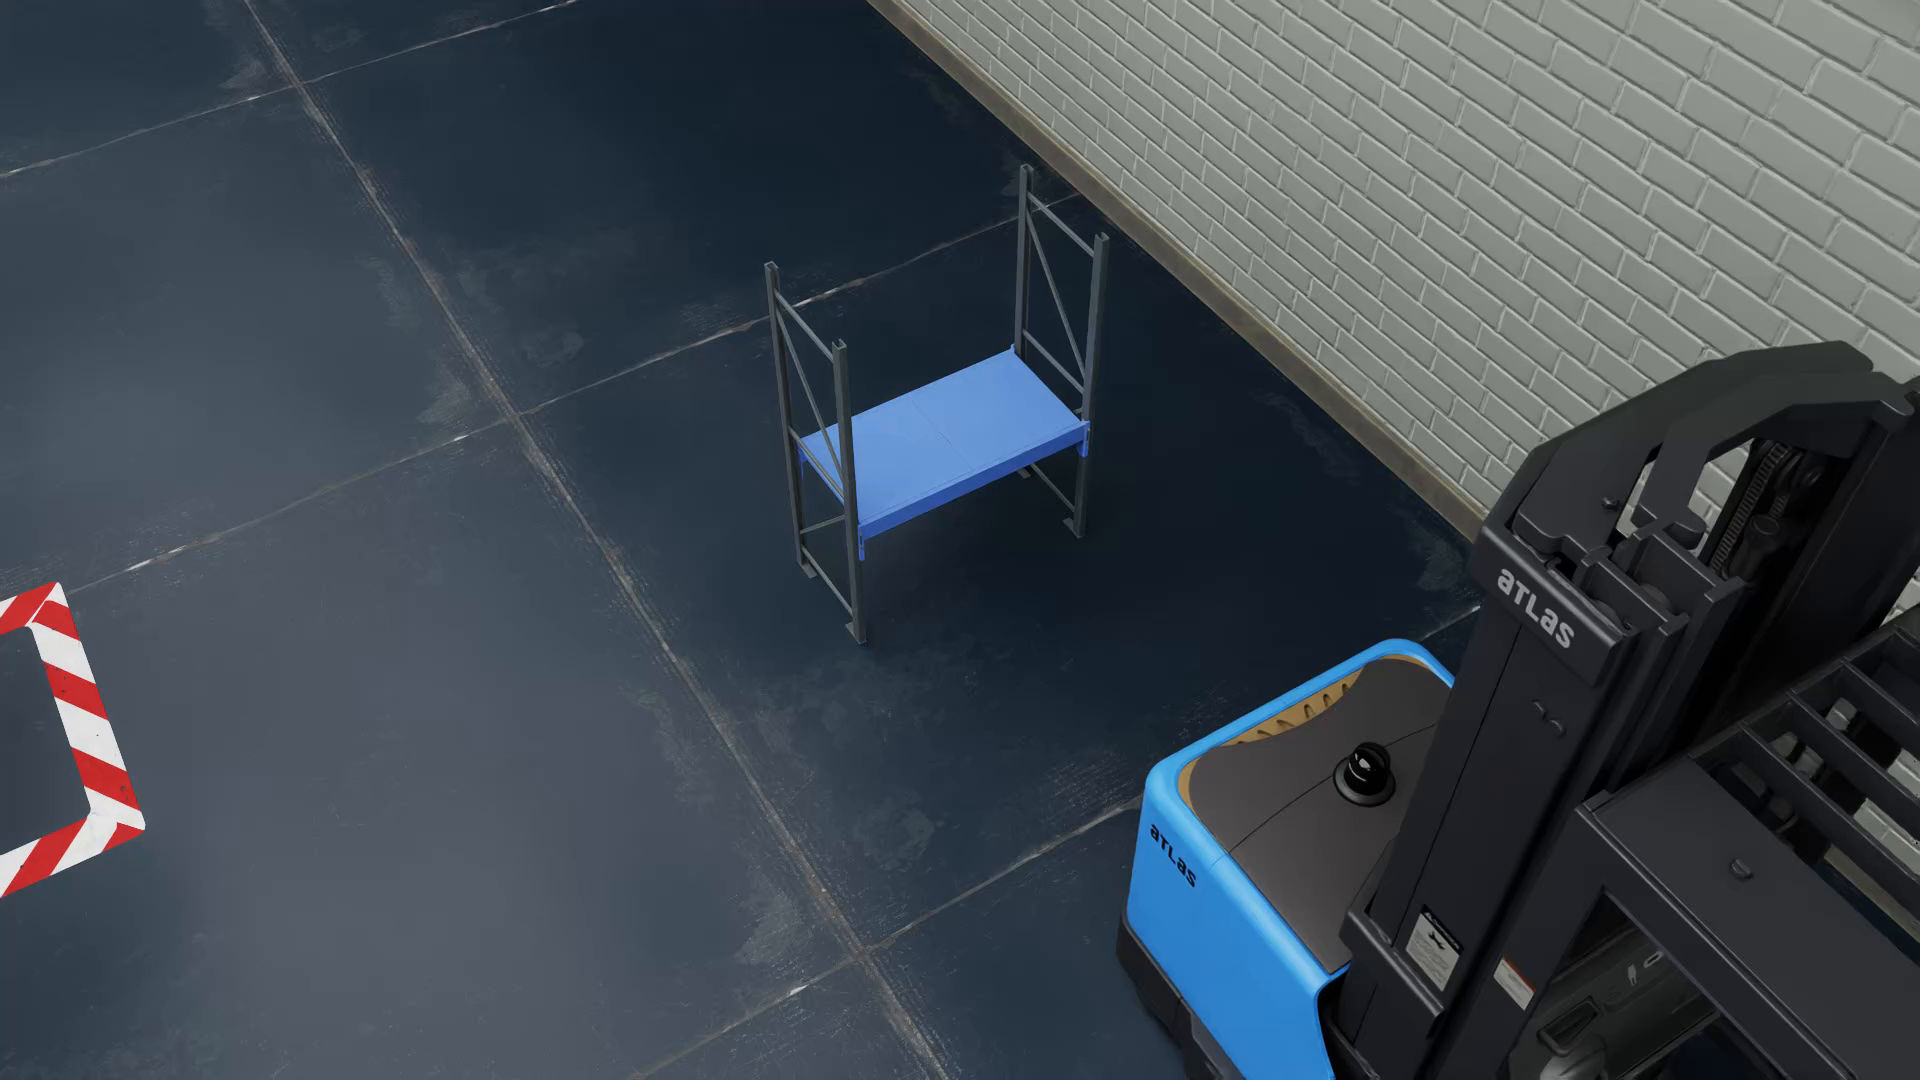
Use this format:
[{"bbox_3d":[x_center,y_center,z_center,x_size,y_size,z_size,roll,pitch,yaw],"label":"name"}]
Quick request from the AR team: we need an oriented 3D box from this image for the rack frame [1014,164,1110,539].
[{"bbox_3d":[0.358,-0.667,6.285,0.032,1.500,0.500,-25,53,-21],"label":"rack frame"}]

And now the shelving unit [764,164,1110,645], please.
[{"bbox_3d":[-0.072,-0.465,6.105,1.048,1.500,0.538,-25,53,-21],"label":"shelving unit"}]

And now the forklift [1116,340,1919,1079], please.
[{"bbox_3d":[1.708,1.140,3.718,1.130,2.935,3.031,-25,53,-20],"label":"forklift"}]

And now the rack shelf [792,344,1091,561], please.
[{"bbox_3d":[-0.072,-0.345,6.239,1.000,0.185,0.538,-25,53,-21],"label":"rack shelf"}]

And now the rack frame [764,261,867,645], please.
[{"bbox_3d":[-0.502,-0.262,5.925,0.032,1.500,0.500,-25,53,-21],"label":"rack frame"}]
